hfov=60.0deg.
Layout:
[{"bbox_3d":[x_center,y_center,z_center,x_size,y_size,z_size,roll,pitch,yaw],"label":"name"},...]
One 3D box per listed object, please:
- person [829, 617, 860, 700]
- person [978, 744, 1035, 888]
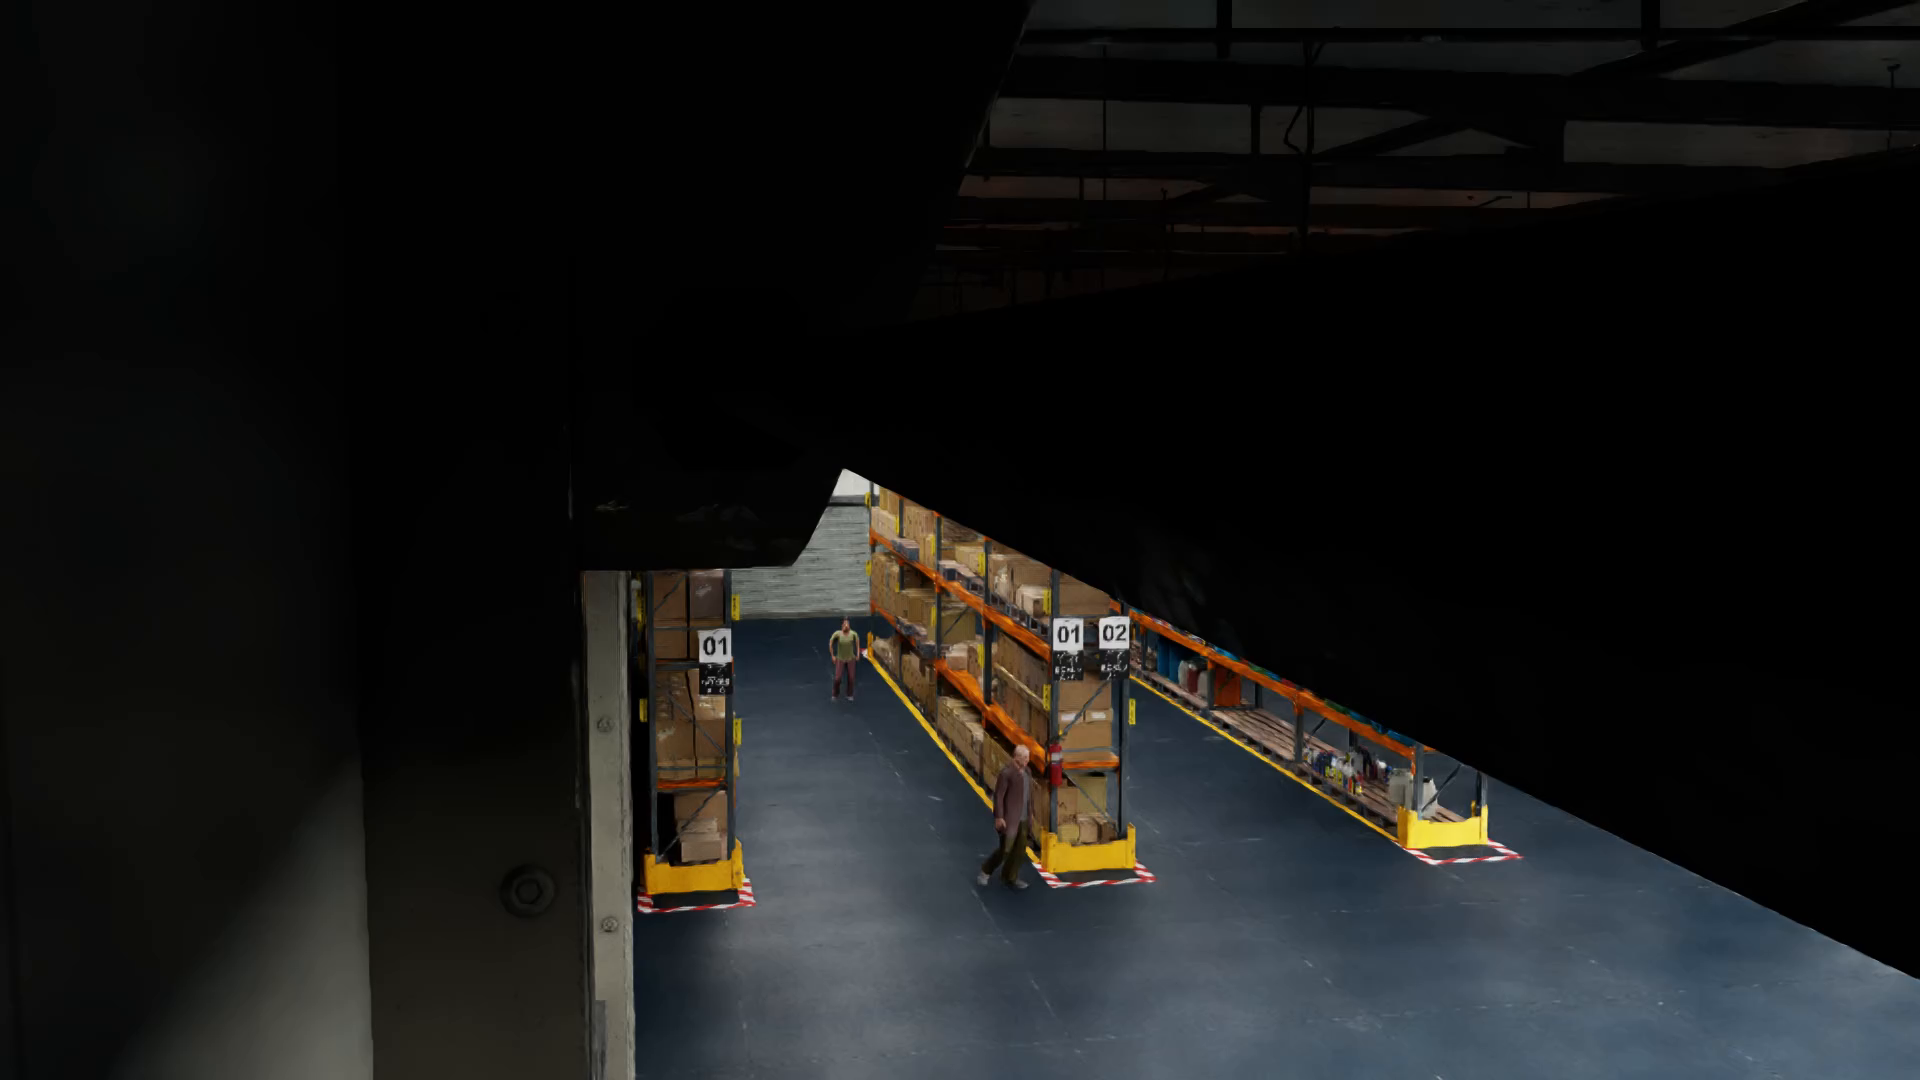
[{"bbox_3d":[-2.183,2.250,31.476,0.598,1.618,0.507,-1,6,-13],"label":"person"},{"bbox_3d":[0.570,3.354,20.196,0.569,1.759,0.778,5,8,42],"label":"person"}]
